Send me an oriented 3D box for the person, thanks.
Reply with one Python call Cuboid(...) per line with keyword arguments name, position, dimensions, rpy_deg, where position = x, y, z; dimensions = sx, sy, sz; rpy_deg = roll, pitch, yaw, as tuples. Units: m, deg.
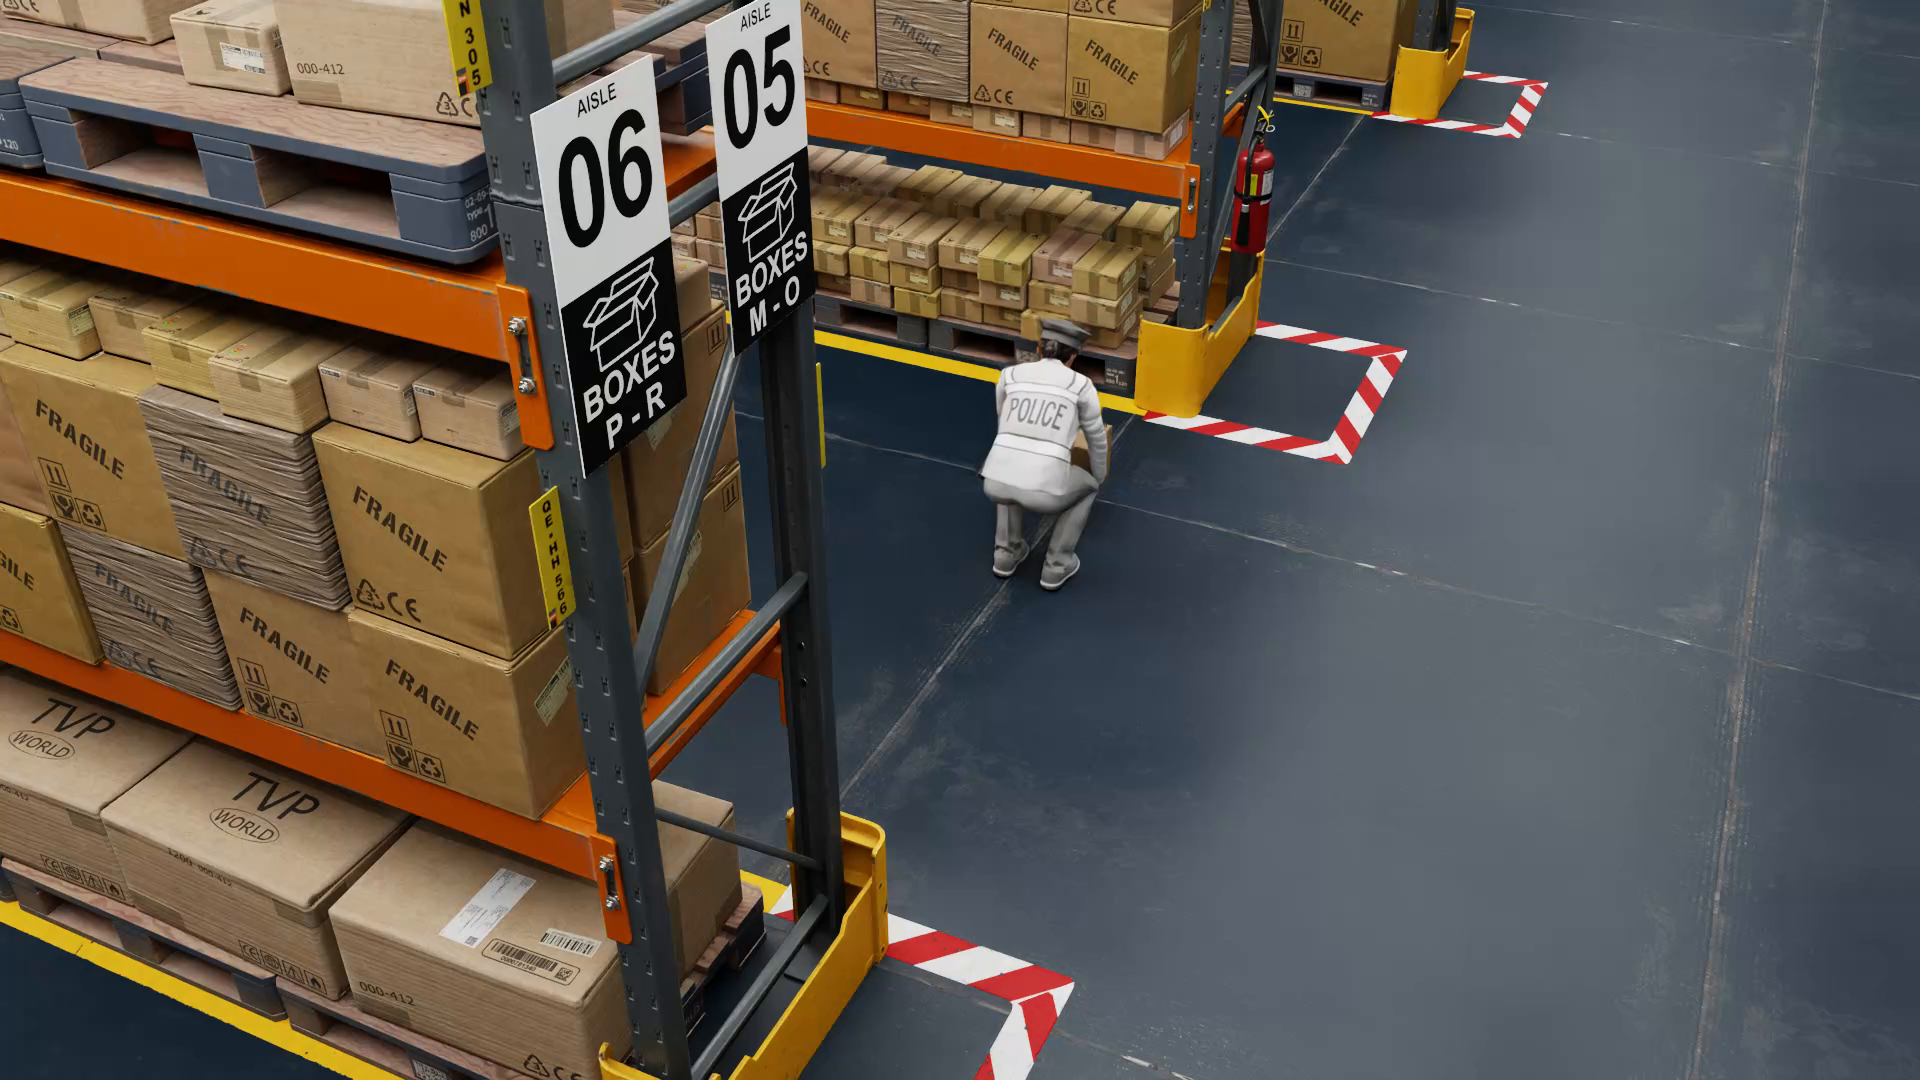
Cuboid(name="person", position=(0.346, -0.377, 7.237), dimensions=(0.505, 1.073, 0.815), rpy_deg=(14, 36, 20))
